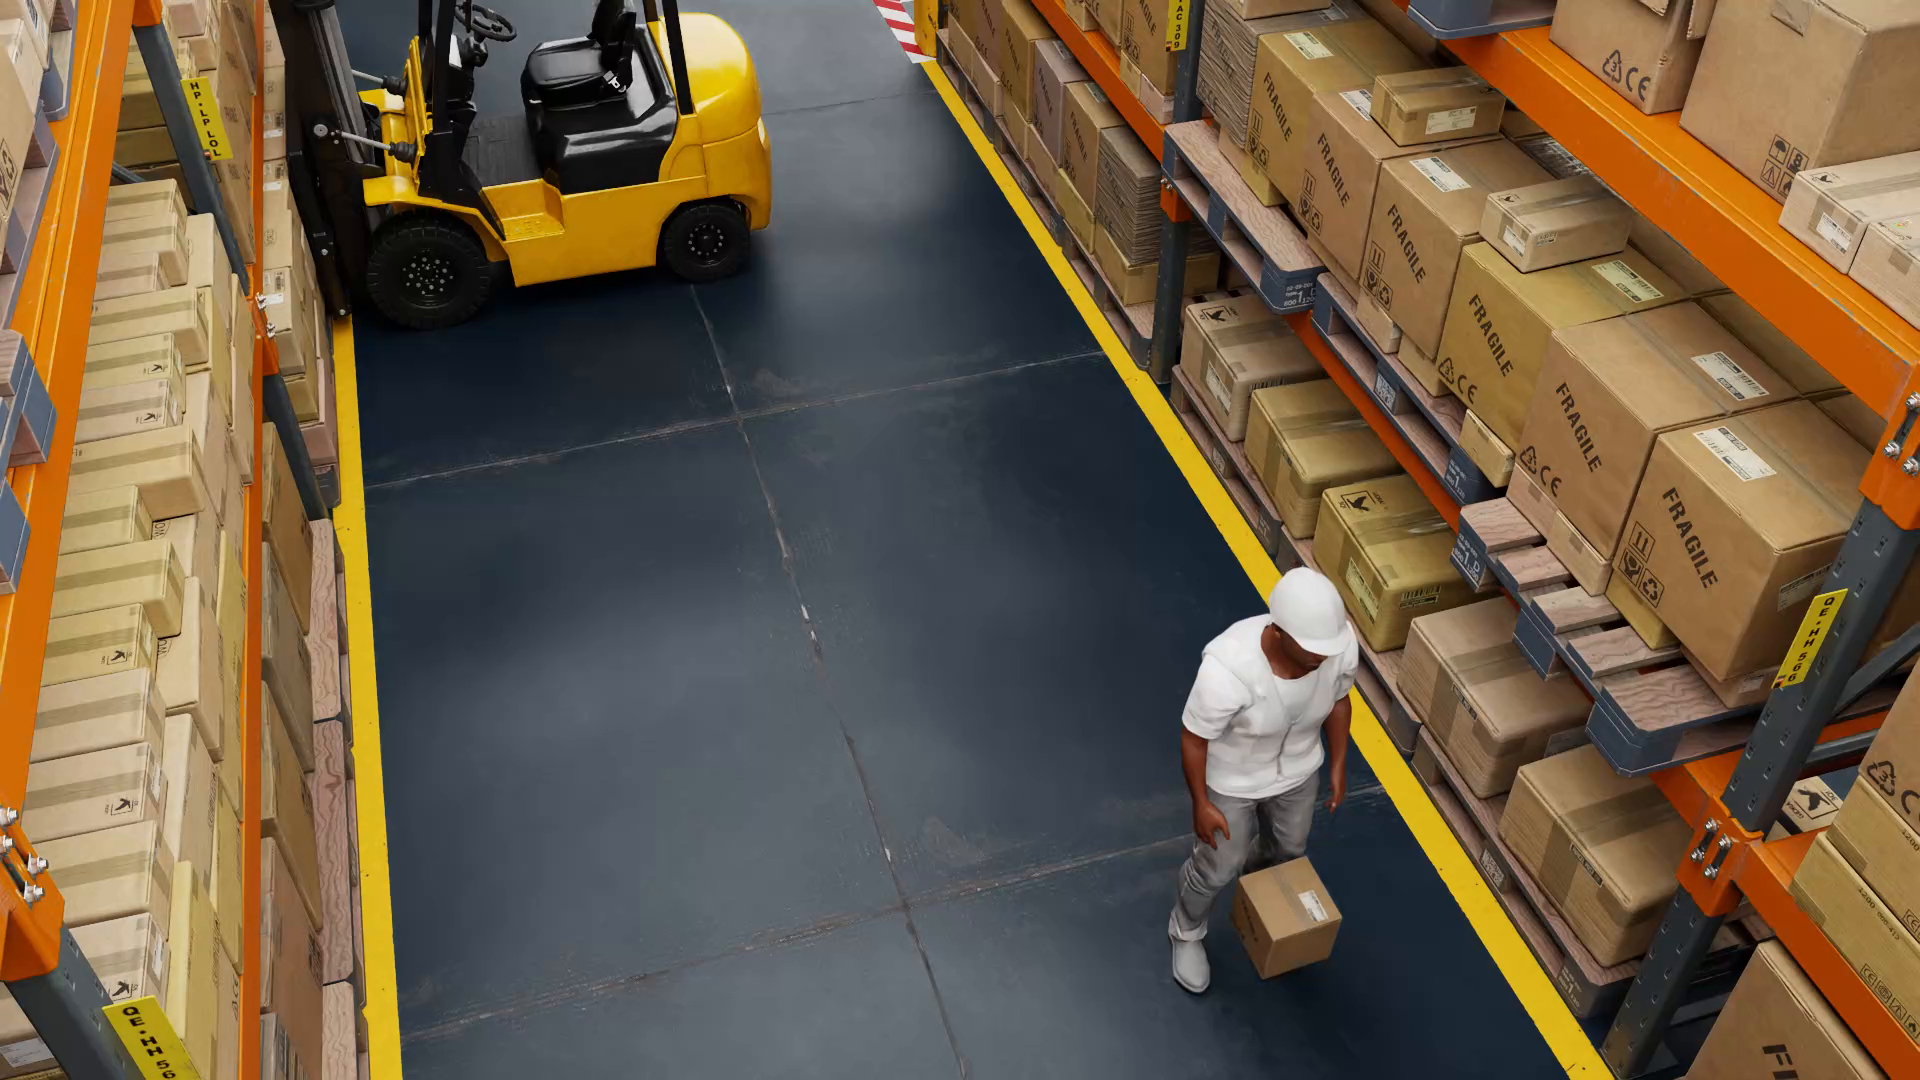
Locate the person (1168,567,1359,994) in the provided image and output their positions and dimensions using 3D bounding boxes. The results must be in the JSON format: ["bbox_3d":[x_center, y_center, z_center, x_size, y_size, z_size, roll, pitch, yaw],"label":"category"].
[{"bbox_3d":[0.966,0.742,5.320,0.595,1.764,0.435,-14,44,-15],"label":"person"}]
